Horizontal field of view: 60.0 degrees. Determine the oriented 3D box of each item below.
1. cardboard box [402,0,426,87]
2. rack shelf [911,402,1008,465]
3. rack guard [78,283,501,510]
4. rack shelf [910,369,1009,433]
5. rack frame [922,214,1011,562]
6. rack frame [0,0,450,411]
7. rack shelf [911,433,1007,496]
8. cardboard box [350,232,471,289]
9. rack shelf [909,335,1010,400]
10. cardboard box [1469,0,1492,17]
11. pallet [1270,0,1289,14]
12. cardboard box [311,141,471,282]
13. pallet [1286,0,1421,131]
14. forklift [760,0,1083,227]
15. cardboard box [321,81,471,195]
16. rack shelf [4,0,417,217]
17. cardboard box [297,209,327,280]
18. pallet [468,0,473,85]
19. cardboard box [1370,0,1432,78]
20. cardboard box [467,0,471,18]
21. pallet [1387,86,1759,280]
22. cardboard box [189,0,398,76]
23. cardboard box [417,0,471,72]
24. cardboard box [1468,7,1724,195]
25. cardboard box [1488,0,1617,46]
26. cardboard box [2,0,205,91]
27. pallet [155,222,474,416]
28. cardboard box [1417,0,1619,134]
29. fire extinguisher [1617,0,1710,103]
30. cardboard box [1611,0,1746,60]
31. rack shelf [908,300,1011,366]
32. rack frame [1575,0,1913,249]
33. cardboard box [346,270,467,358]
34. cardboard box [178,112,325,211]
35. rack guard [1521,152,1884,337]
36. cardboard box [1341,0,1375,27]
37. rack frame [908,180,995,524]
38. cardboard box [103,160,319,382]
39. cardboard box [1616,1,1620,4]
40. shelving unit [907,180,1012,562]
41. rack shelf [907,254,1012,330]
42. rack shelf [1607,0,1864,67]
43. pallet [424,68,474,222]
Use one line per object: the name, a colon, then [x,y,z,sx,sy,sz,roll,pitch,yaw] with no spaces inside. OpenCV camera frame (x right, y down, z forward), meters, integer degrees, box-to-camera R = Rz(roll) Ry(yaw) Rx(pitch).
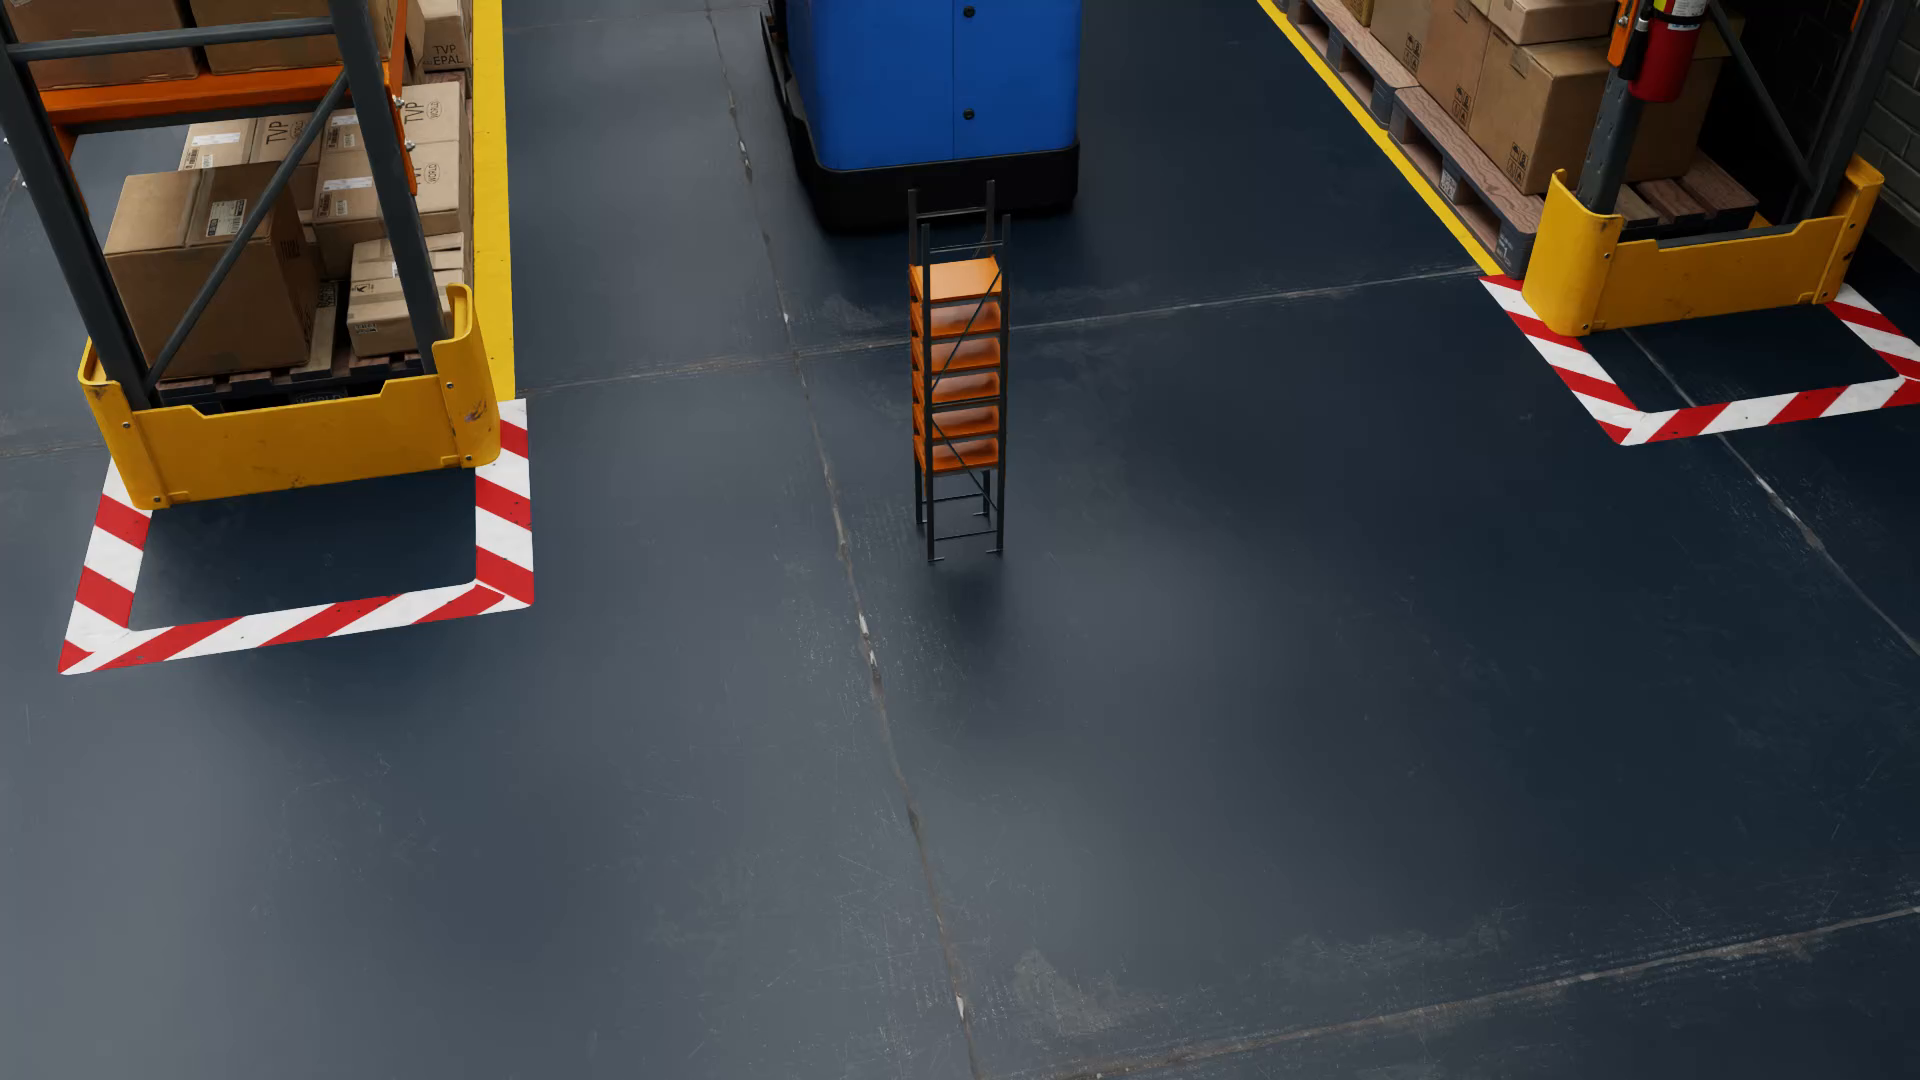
cardboard box: [-2.574,-1.961,6.749,0.797,0.503,0.637,-8,42,-9]
rack shelf: [-0.003,-0.335,4.971,0.258,0.103,0.180,-8,42,-9]
rack guard: [-2.138,-0.469,5.402,1.175,0.500,0.348,-8,42,-9]
rack shelf: [-0.003,-0.425,4.892,0.258,0.103,0.180,-8,42,-9]
rack frame: [0.017,-0.399,4.795,0.240,1.200,0.006,-8,42,-9]
rack frame: [-2.121,-1.355,4.517,1.000,3.000,0.127,-8,42,-9]
rack shelf: [-0.003,-0.245,5.051,0.258,0.103,0.180,-8,42,-9]
cardboard box: [-1.930,-0.942,5.855,0.380,0.166,0.250,-8,42,-9]
rack shelf: [-0.003,-0.515,4.812,0.258,0.103,0.180,-8,42,-9]
cardboard box: [2.204,-2.194,6.540,0.380,0.149,0.250,-7,42,-8]
pallet: [1.939,-3.113,8.598,1.003,0.211,1.213,-8,42,-9]
cardboard box: [-2.070,-1.208,6.091,0.500,0.250,0.500,-8,42,-9]
pallet: [2.206,-2.320,7.705,1.003,0.211,1.213,-8,42,-9]
forklift: [-0.322,-3.314,6.775,1.130,2.935,3.031,-8,42,-9]
cardboard box: [-2.178,-1.532,6.456,0.500,0.250,0.500,-8,42,-9]
rack shelf: [-2.553,-2.382,6.216,1.077,0.370,4.000,-8,42,-9]
cardboard box: [-2.479,-1.052,5.979,0.380,0.166,0.250,-8,42,-9]
pallet: [-2.837,-2.459,7.862,1.003,0.211,1.213,-8,42,-9]
cardboard box: [2.249,-2.379,7.237,0.700,0.500,0.500,-10,42,-11]
cardboard box: [-2.445,-2.483,7.604,0.380,0.149,0.250,-8,42,-9]
pallet: [2.466,-1.531,6.816,1.003,0.211,1.213,-8,42,-9]
cardboard box: [-1.960,-1.718,4.850,0.500,0.500,0.500,-8,42,-8]
cardboard box: [-2.423,-2.292,7.266,0.500,0.311,0.500,-8,42,-9]
cardboard box: [2.466,-1.729,6.504,0.700,0.500,0.500,-8,42,-9]
cardboard box: [2.260,-2.028,6.353,0.380,0.149,0.250,-9,42,-10]
cardboard box: [-2.484,-1.643,4.767,0.500,0.500,0.500,-7,42,-8]
pallet: [-2.311,-0.878,6.080,1.003,0.211,1.213,-8,42,-9]
cardboard box: [2.358,-2.053,6.870,0.700,0.500,0.500,-8,42,-9]
fire extinguisher: [2.297,-1.735,5.284,0.296,0.674,0.183,-8,42,-9]
cardboard box: [2.688,-1.919,6.230,0.380,0.149,0.250,-8,42,-9]
rack shelf: [-0.003,-0.604,4.732,0.258,0.103,0.180,-8,42,-9]
rack frame: [2.715,-2.067,5.319,1.000,3.000,0.127,-8,42,-9]
cardboard box: [-1.876,-0.774,5.678,0.380,0.149,0.250,-8,42,-9]
cardboard box: [-2.655,-1.428,6.339,0.500,0.250,0.500,-8,42,-9]
rack guard: [2.720,-1.117,6.131,1.175,0.500,0.348,-8,42,-9]
cardboard box: [2.126,-2.723,7.625,0.700,0.500,0.500,-7,42,-8]
rack frame: [-0.023,-0.517,4.929,0.240,1.200,0.006,-8,42,-9]
cardboard box: [-2.479,-0.902,5.558,0.500,0.500,0.500,-8,42,-9]
cardboard box: [2.578,-2.247,6.600,0.380,0.149,0.250,-8,42,-9]
shelving unit: [-0.003,-0.458,4.862,0.258,1.200,0.189,-8,42,-9]
rack shelf: [-0.003,-0.694,4.653,0.258,0.103,0.180,-8,42,-9]
rack shelf: [2.283,-3.094,7.018,1.077,0.370,4.000,-8,42,-9]
pallet: [-2.571,-1.667,6.969,1.003,0.211,1.213,-8,42,-9]
